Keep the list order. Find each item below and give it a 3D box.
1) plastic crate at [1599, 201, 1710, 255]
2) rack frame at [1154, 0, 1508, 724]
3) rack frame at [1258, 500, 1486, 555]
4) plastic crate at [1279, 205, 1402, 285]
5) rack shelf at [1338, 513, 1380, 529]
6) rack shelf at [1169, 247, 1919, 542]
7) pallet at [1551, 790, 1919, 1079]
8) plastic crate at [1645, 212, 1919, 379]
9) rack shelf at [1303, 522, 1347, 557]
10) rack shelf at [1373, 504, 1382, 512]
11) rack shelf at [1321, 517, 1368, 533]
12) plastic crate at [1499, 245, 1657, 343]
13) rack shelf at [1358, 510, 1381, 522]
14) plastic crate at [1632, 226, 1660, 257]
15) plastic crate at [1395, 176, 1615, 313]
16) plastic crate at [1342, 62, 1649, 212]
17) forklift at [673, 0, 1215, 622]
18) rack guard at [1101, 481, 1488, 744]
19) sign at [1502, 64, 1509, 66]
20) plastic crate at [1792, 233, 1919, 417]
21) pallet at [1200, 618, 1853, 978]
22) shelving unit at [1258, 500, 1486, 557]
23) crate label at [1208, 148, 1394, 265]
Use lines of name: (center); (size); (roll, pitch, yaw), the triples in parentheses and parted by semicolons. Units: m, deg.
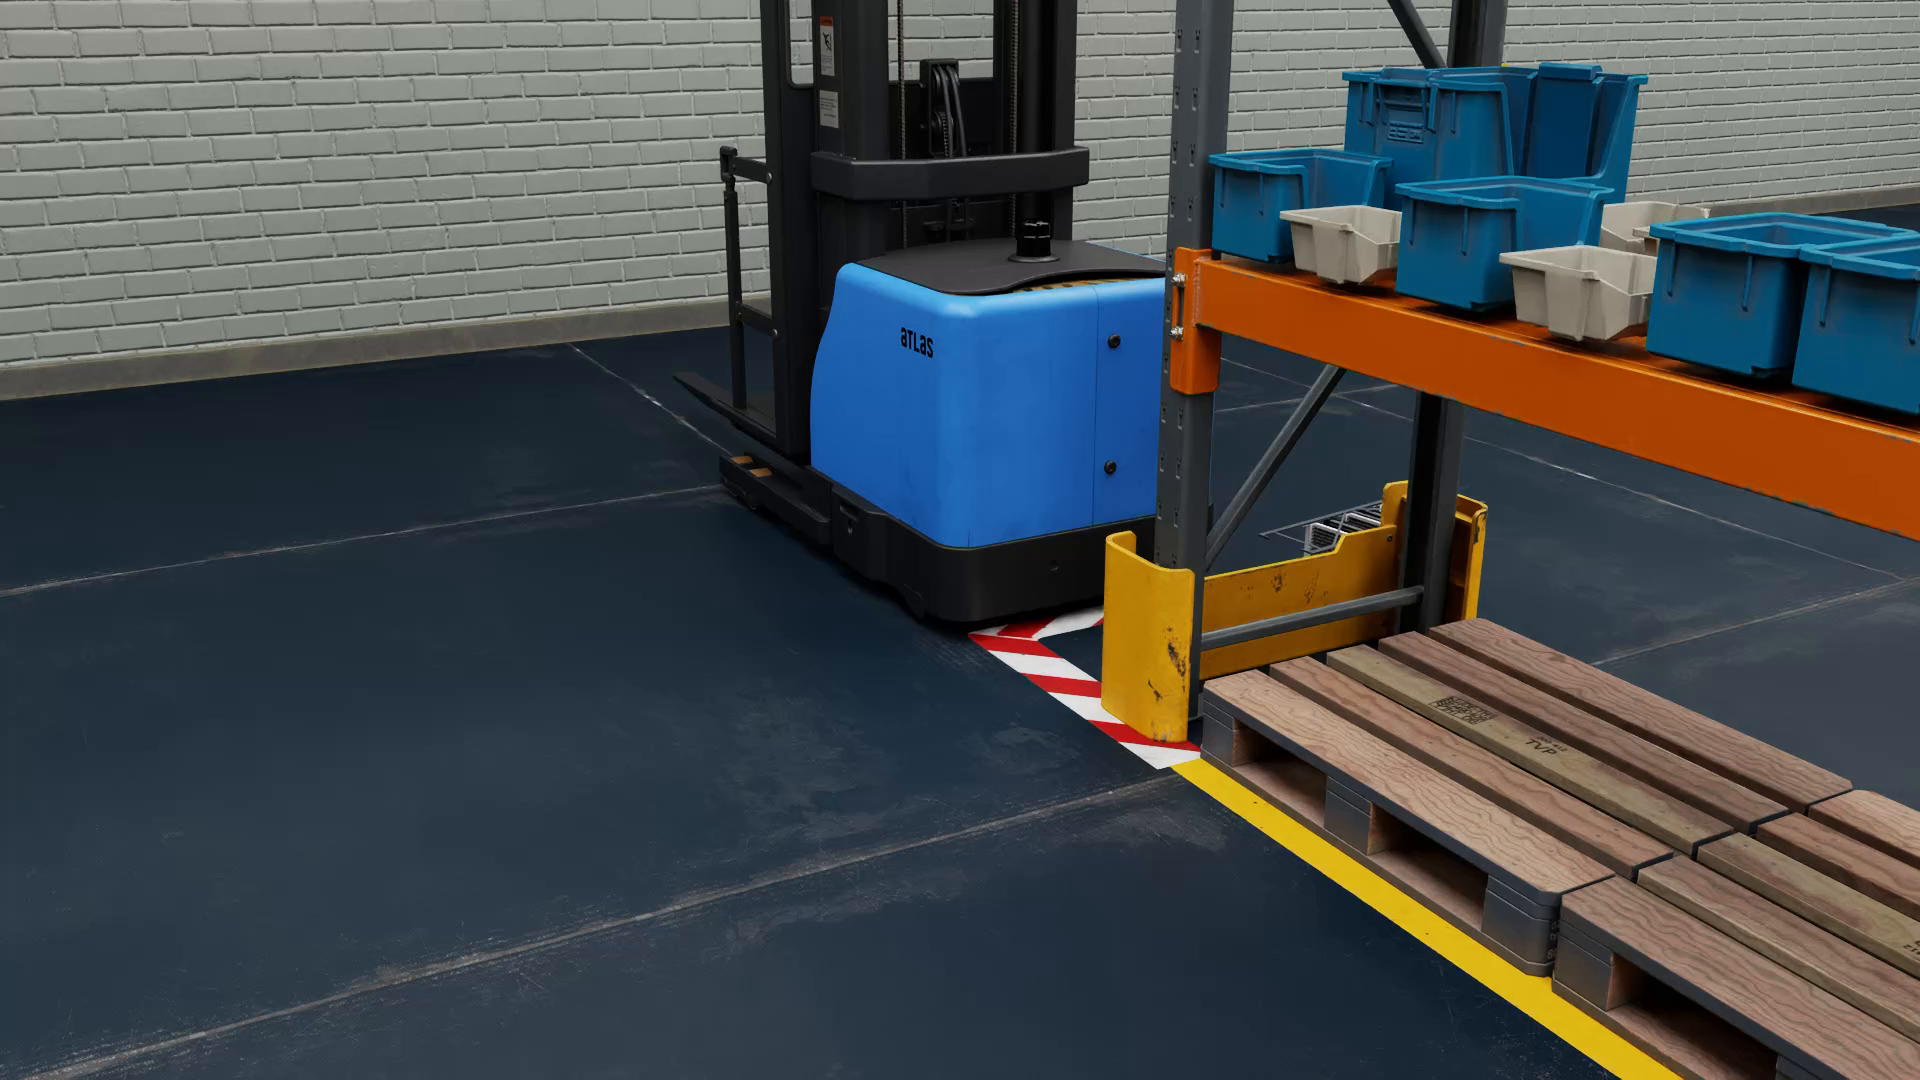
plastic crate: (1.546, -0.688, 3.840); (0.396, 0.136, 0.243); (-10, 21, -27)
rack frame: (0.999, -0.991, 4.404); (1.000, 3.000, 0.127); (-10, 21, -27)
rack frame: (1.424, -0.074, 5.704); (0.900, 0.006, 0.240); (-14, 23, -35)
plastic crate: (0.906, -0.668, 3.780); (0.250, 0.136, 0.298); (-10, 21, -27)
rack shelf: (1.397, 0.029, 5.718); (0.077, 0.200, 0.258); (-14, 23, -35)
rack shelf: (1.949, -0.077, 2.857); (1.077, 0.370, 4.000); (-10, 21, -27)
pallet: (1.932, 0.920, 3.142); (1.003, 0.211, 1.213); (-10, 21, -27)
plastic crate: (1.452, -0.440, 2.973); (0.416, 0.233, 0.300); (-10, 21, -27)
rack shelf: (1.253, 0.064, 5.616); (0.077, 0.200, 0.258); (-14, 23, -35)
rack shelf: (1.541, -0.006, 5.820); (0.077, 0.200, 0.258); (-14, 23, -35)
rack shelf: (1.325, 0.046, 5.667); (0.077, 0.200, 0.258); (-14, 23, -35)
plastic crate: (1.228, -0.473, 3.216); (0.250, 0.136, 0.298); (-10, 21, -27)
rack shelf: (1.469, 0.011, 5.769); (0.077, 0.200, 0.258); (-14, 23, -35)
plastic crate: (1.671, -0.603, 3.592); (0.396, 0.136, 0.243); (-10, 21, -27)
plastic crate: (1.139, -0.629, 3.521); (0.416, 0.233, 0.300); (-10, 21, -27)
plastic crate: (1.323, -0.969, 4.194); (0.616, 0.435, 0.499); (-10, 21, -27)
forklift: (-0.302, -1.564, 6.171); (1.130, 2.935, 3.031); (-10, 22, -27)
rack guard: (0.976, 0.186, 4.826); (1.175, 0.500, 0.348); (-10, 21, -27)
sign: (1.476, -1.158, 4.638); (0.100, 0.325, 0.005); (-10, 21, -27)
plastic crate: (1.594, -0.354, 2.723); (0.416, 0.233, 0.300); (-10, 21, -27)
pallet: (1.357, 0.570, 4.155); (1.003, 0.211, 1.213); (-10, 21, -27)
shelving unit: (1.424, 0.022, 5.737); (0.900, 0.210, 0.258); (-14, 23, -35)
crate label: (0.827, -0.818, 4.068); (0.416, 0.233, 0.303); (-10, 21, -27)
